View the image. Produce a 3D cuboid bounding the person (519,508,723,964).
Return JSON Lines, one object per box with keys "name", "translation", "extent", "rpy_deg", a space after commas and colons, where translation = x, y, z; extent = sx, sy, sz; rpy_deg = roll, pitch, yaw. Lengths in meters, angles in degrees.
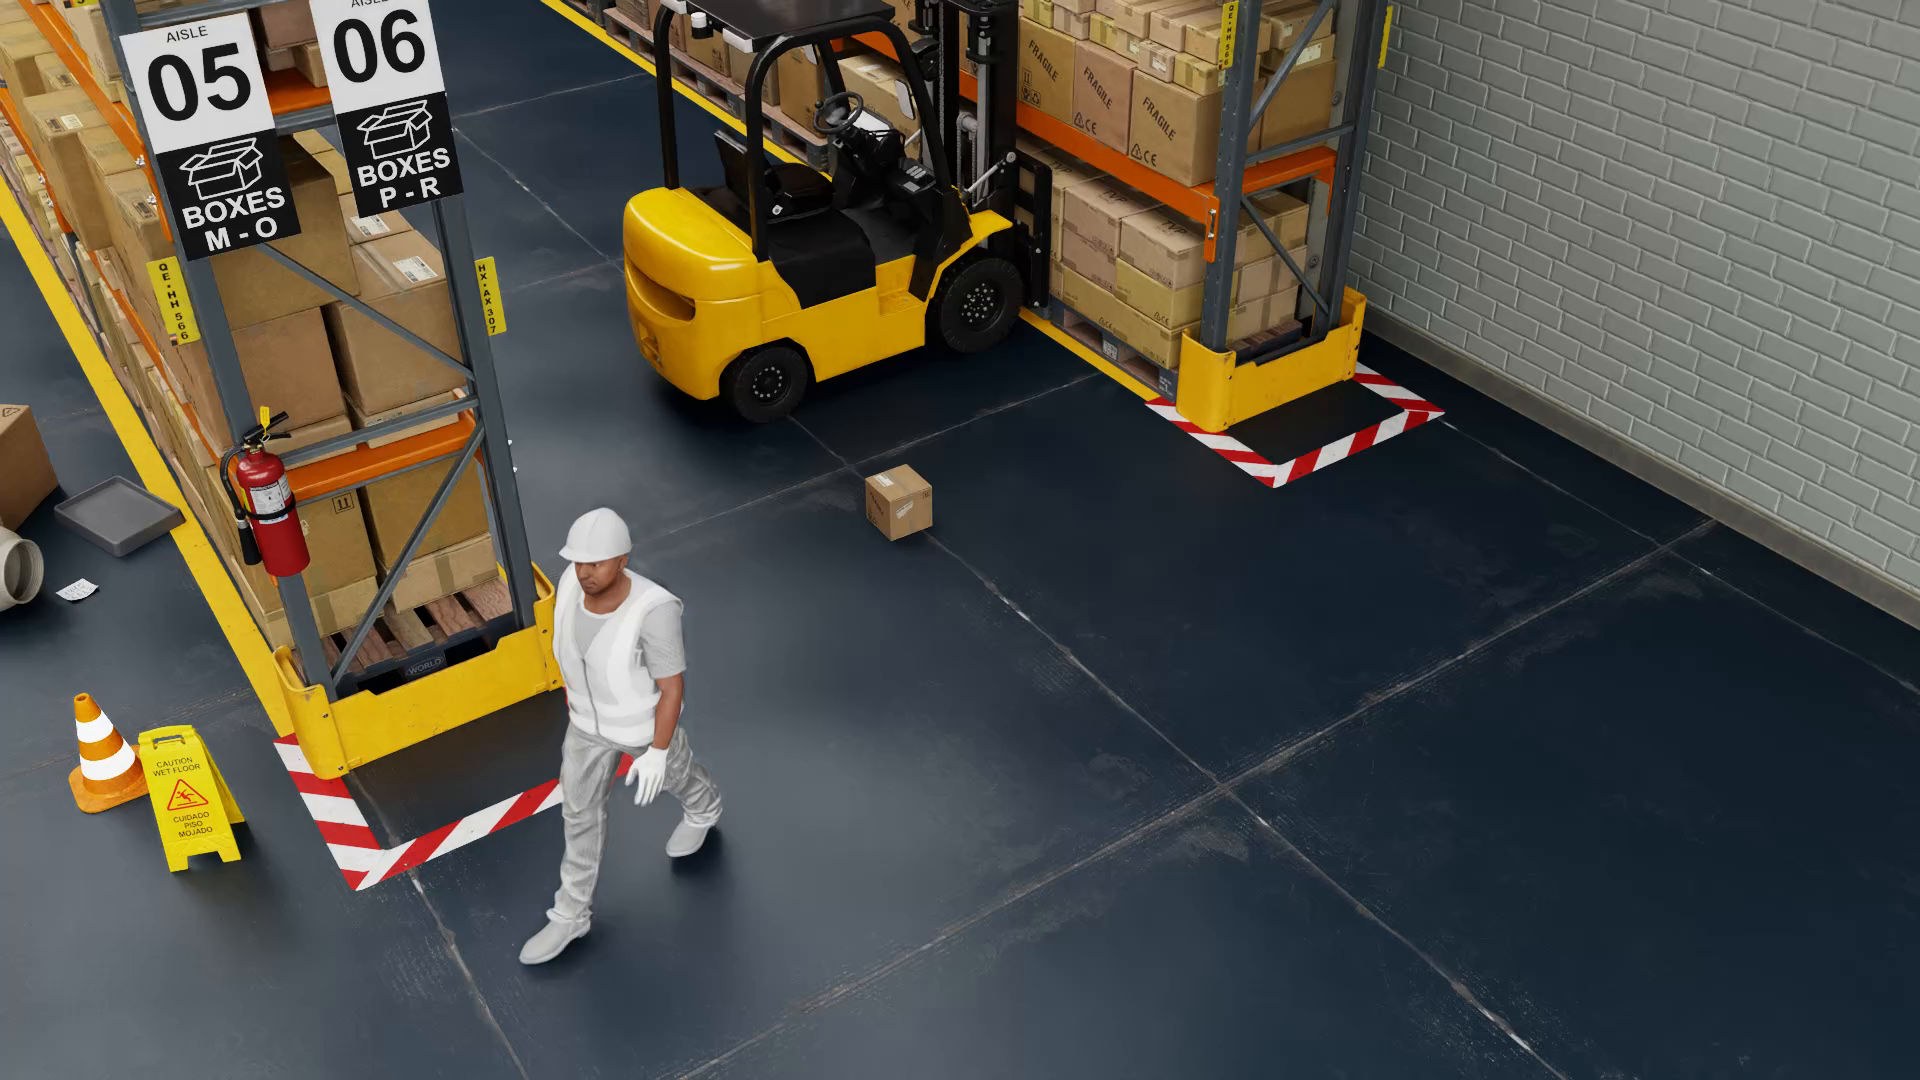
{"name": "person", "translation": [-1.271, 0.684, 6.021], "extent": [0.597, 1.727, 1.003], "rpy_deg": [16, 39, 21]}
